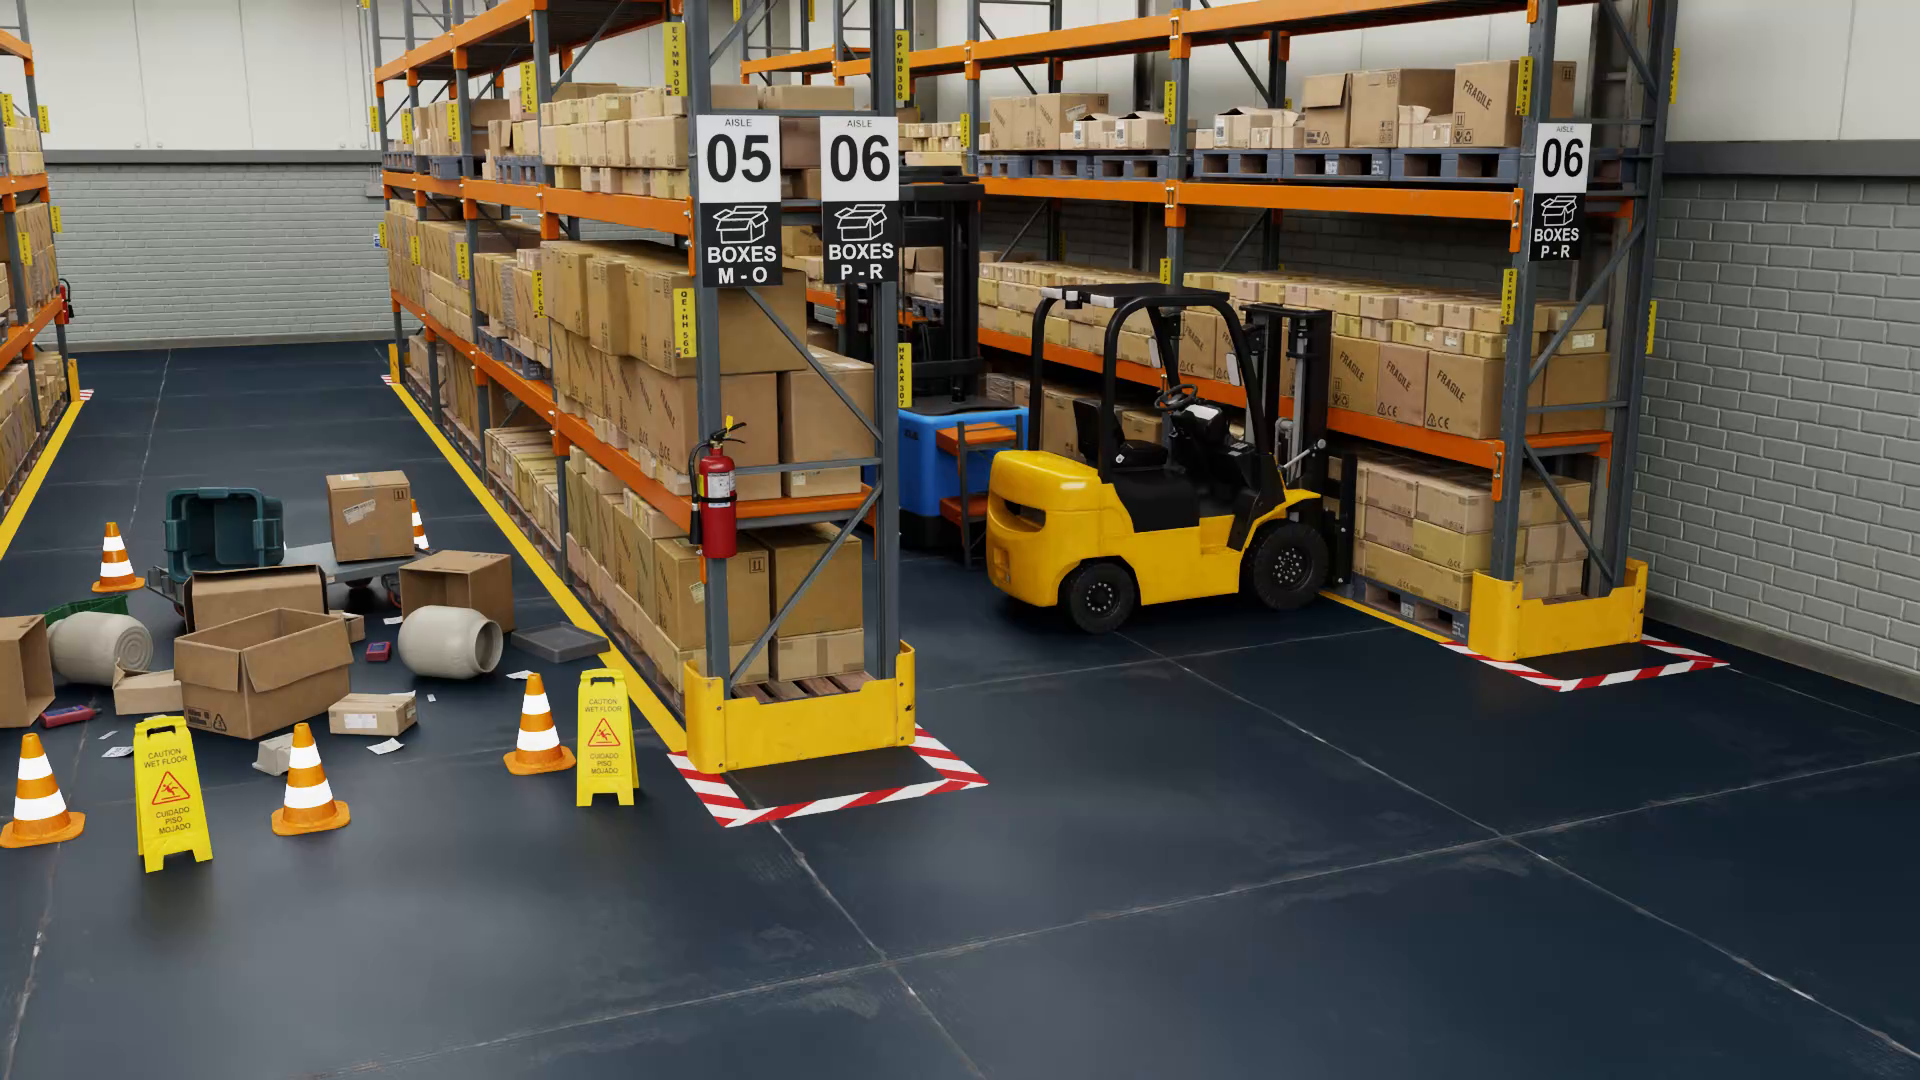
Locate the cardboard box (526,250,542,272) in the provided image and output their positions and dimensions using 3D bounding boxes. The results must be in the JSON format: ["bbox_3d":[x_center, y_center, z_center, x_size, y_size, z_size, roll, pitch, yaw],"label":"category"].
[{"bbox_3d":[-3.072,-2.116,12.607,0.380,0.149,0.250,-6,14,-25],"label":"cardboard box"}]

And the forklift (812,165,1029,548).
[{"bbox_3d":[-0.559,-1.651,14.003,1.130,2.935,3.031,-7,15,-29],"label":"forklift"}]

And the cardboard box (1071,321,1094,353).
[{"bbox_3d":[1.336,-1.850,15.045,0.500,0.250,0.500,-6,14,-23],"label":"cardboard box"}]

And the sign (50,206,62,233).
[{"bbox_3d":[-11.177,-3.960,20.561,0.100,0.325,0.005,-6,14,-23],"label":"sign"}]

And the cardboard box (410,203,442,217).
[{"bbox_3d":[-6.360,-3.941,19.866,0.380,0.149,0.250,-6,14,-23],"label":"cardboard box"}]

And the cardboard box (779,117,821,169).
[{"bbox_3d":[-0.747,-2.020,8.466,0.500,0.250,0.500,-6,14,-24],"label":"cardboard box"}]

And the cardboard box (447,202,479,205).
[{"bbox_3d":[-6.043,-4.038,20.286,0.380,0.149,0.250,-6,14,-23],"label":"cardboard box"}]

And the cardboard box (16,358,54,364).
[{"bbox_3d":[-10.936,-2.057,19.677,0.380,0.149,0.250,-6,14,-25],"label":"cardboard box"}]

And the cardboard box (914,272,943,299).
[{"bbox_3d":[-0.167,-2.781,18.134,0.500,0.250,0.500,-6,14,-26],"label":"cardboard box"}]

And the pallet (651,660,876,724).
[{"bbox_3d":[-1.113,0.813,9.389,1.003,0.211,1.213,-6,14,-23],"label":"pallet"}]

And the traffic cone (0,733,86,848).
[{"bbox_3d":[-4.196,1.107,7.560,0.336,0.463,0.334,-6,14,-23],"label":"traffic cone"}]

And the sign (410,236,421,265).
[{"bbox_3d":[-6.105,-3.248,18.655,0.100,0.325,0.005,-6,14,-23],"label":"sign"}]

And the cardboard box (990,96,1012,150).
[{"bbox_3d":[0.619,-4.052,16.199,0.500,0.500,0.500,-5,14,-22],"label":"cardboard box"}]

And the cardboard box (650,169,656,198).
[{"bbox_3d":[-1.394,-1.853,8.627,0.380,0.149,0.250,-5,14,-21],"label":"cardboard box"}]

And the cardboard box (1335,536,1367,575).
[{"bbox_3d":[2.896,0.051,11.665,0.500,0.250,0.500,-5,14,-22],"label":"cardboard box"}]

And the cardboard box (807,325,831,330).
[{"bbox_3d":[-2.067,-2.667,22.853,0.500,0.500,0.500,-5,14,-22],"label":"cardboard box"}]

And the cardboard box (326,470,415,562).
[{"bbox_3d":[-4.011,-0.169,11.313,0.500,0.500,0.500,-6,14,-23],"label":"cardboard box"}]

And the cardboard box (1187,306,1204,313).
[{"bbox_3d":[2.041,-1.909,13.307,0.380,0.149,0.250,-6,14,-24],"label":"cardboard box"}]

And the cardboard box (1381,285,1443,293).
[{"bbox_3d":[3.225,-1.728,11.865,0.380,0.149,0.250,-6,14,-23],"label":"cardboard box"}]

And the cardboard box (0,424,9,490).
[{"bbox_3d":[-8.539,-0.700,14.352,0.500,0.500,0.500,-6,14,-25],"label":"cardboard box"}]

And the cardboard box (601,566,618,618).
[{"bbox_3d":[-1.964,0.315,10.524,0.500,0.250,0.500,-6,14,-24],"label":"cardboard box"}]

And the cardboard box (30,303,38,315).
[{"bbox_3d":[-10.376,-2.547,18.281,0.380,0.149,0.250,-5,14,-22],"label":"cardboard box"}]

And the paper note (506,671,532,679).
[{"bbox_3d":[-2.595,0.795,9.865,0.142,0.019,0.148,-12,18,-42],"label":"paper note"}]

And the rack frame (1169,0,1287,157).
[{"bbox_3d":[2.155,-4.557,13.102,1.000,3.000,0.127,-6,14,-23],"label":"rack frame"}]

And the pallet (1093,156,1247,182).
[{"bbox_3d":[1.789,-3.184,14.244,0.805,0.209,1.217,-6,14,-25],"label":"pallet"}]

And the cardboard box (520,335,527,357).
[{"bbox_3d":[-3.182,-1.507,12.855,0.380,0.149,0.250,-5,14,-22],"label":"cardboard box"}]

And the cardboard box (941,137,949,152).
[{"bbox_3d":[0.022,-4.207,17.689,0.380,0.149,0.250,-5,14,-22],"label":"cardboard box"}]

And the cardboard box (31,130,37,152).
[{"bbox_3d":[-11.070,-4.651,19.383,0.500,0.250,0.500,-6,14,-24],"label":"cardboard box"}]

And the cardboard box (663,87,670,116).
[{"bbox_3d":[-1.264,-2.186,8.300,0.380,0.149,0.250,-5,14,-22],"label":"cardboard box"}]

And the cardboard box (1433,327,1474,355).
[{"bbox_3d":[3.232,-1.269,10.540,0.380,0.149,0.250,-5,14,-22],"label":"cardboard box"}]

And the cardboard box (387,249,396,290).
[{"bbox_3d":[-7.270,-3.588,21.998,0.500,0.500,0.500,-6,14,-23],"label":"cardboard box"}]

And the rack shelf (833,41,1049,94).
[{"bbox_3d":[-0.249,-5.251,18.584,1.077,0.370,4.000,-6,14,-23],"label":"rack shelf"}]

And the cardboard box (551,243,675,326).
[{"bbox_3d":[-2.230,-1.648,10.739,0.700,0.500,0.500,-6,14,-23],"label":"cardboard box"}]

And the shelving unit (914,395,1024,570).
[{"bbox_3d":[0.075,-0.464,12.803,0.538,1.125,1.048,-8,16,-18],"label":"shelving unit"}]

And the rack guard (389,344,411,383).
[{"bbox_3d":[-7.209,-2.452,22.854,1.175,0.500,0.348,-6,14,-23],"label":"rack guard"}]

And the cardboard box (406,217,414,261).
[{"bbox_3d":[-6.235,-3.552,19.625,0.500,0.500,0.500,-6,14,-24],"label":"cardboard box"}]

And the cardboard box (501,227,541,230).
[{"bbox_3d":[-4.369,-2.881,16.727,0.500,0.500,0.500,-5,14,-21],"label":"cardboard box"}]

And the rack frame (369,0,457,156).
[{"bbox_3d":[-7.199,-6.587,21.874,1.000,3.000,0.127,-6,14,-23],"label":"rack frame"}]

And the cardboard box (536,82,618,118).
[{"bbox_3d":[-2.741,-3.130,11.881,0.500,0.250,0.500,-5,14,-22],"label":"cardboard box"}]

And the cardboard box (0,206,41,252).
[{"bbox_3d":[-10.648,-3.485,18.675,0.500,0.500,0.500,-6,14,-25],"label":"cardboard box"}]

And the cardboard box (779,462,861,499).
[{"bbox_3d":[-0.736,-0.325,8.680,0.380,0.149,0.250,-6,14,-23],"label":"cardboard box"}]

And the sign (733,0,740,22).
[{"bbox_3d":[-3.150,-7.481,23.488,0.100,0.325,0.005,-6,14,-23],"label":"sign"}]

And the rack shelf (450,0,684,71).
[{"bbox_3d":[-3.193,-3.976,13.073,1.077,0.370,4.000,-6,14,-23],"label":"rack shelf"}]

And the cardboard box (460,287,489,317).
[{"bbox_3d":[-4.421,-2.259,15.703,0.500,0.250,0.500,-6,14,-23],"label":"cardboard box"}]

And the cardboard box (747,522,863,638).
[{"bbox_3d":[-0.870,0.214,9.295,0.500,0.500,0.500,-6,14,-25],"label":"cardboard box"}]

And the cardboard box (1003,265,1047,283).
[{"bbox_3d":[0.645,-2.627,16.408,0.380,0.149,0.250,-5,14,-21],"label":"cardboard box"}]

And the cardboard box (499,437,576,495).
[{"bbox_3d":[-3.474,-0.667,14.494,0.950,0.372,0.625,-6,14,-24],"label":"cardboard box"}]

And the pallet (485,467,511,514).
[{"bbox_3d":[-3.683,-0.491,15.025,1.003,0.211,1.213,-6,14,-23],"label":"pallet"}]

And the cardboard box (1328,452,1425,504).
[{"bbox_3d":[2.865,-0.435,11.547,0.500,0.250,0.500,-5,14,-22],"label":"cardboard box"}]

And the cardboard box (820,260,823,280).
[{"bbox_3d":[-1.478,-3.442,21.263,0.500,0.250,0.500,-5,14,-22],"label":"cardboard box"}]

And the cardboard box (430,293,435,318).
[{"bbox_3d":[-5.454,-2.543,18.039,0.500,0.250,0.500,-6,14,-24],"label":"cardboard box"}]

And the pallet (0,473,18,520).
[{"bbox_3d":[-8.801,-0.347,14.399,1.003,0.211,1.213,-6,14,-23],"label":"pallet"}]

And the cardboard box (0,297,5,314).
[{"bbox_3d":[-9.549,-2.283,16.206,0.380,0.149,0.250,-6,14,-23],"label":"cardboard box"}]

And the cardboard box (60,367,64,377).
[{"bbox_3d":[-11.221,-2.074,20.409,0.380,0.149,0.250,-6,14,-24],"label":"cardboard box"}]

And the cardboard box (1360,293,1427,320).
[{"bbox_3d":[2.926,-1.574,11.199,0.380,0.149,0.250,-5,14,-22],"label":"cardboard box"}]

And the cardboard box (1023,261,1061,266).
[{"bbox_3d":[0.868,-2.776,17.054,0.380,0.149,0.250,-5,14,-21],"label":"cardboard box"}]

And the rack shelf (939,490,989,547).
[{"bbox_3d":[0.087,-0.228,12.866,0.538,0.278,1.000,-8,16,-18],"label":"rack shelf"}]
